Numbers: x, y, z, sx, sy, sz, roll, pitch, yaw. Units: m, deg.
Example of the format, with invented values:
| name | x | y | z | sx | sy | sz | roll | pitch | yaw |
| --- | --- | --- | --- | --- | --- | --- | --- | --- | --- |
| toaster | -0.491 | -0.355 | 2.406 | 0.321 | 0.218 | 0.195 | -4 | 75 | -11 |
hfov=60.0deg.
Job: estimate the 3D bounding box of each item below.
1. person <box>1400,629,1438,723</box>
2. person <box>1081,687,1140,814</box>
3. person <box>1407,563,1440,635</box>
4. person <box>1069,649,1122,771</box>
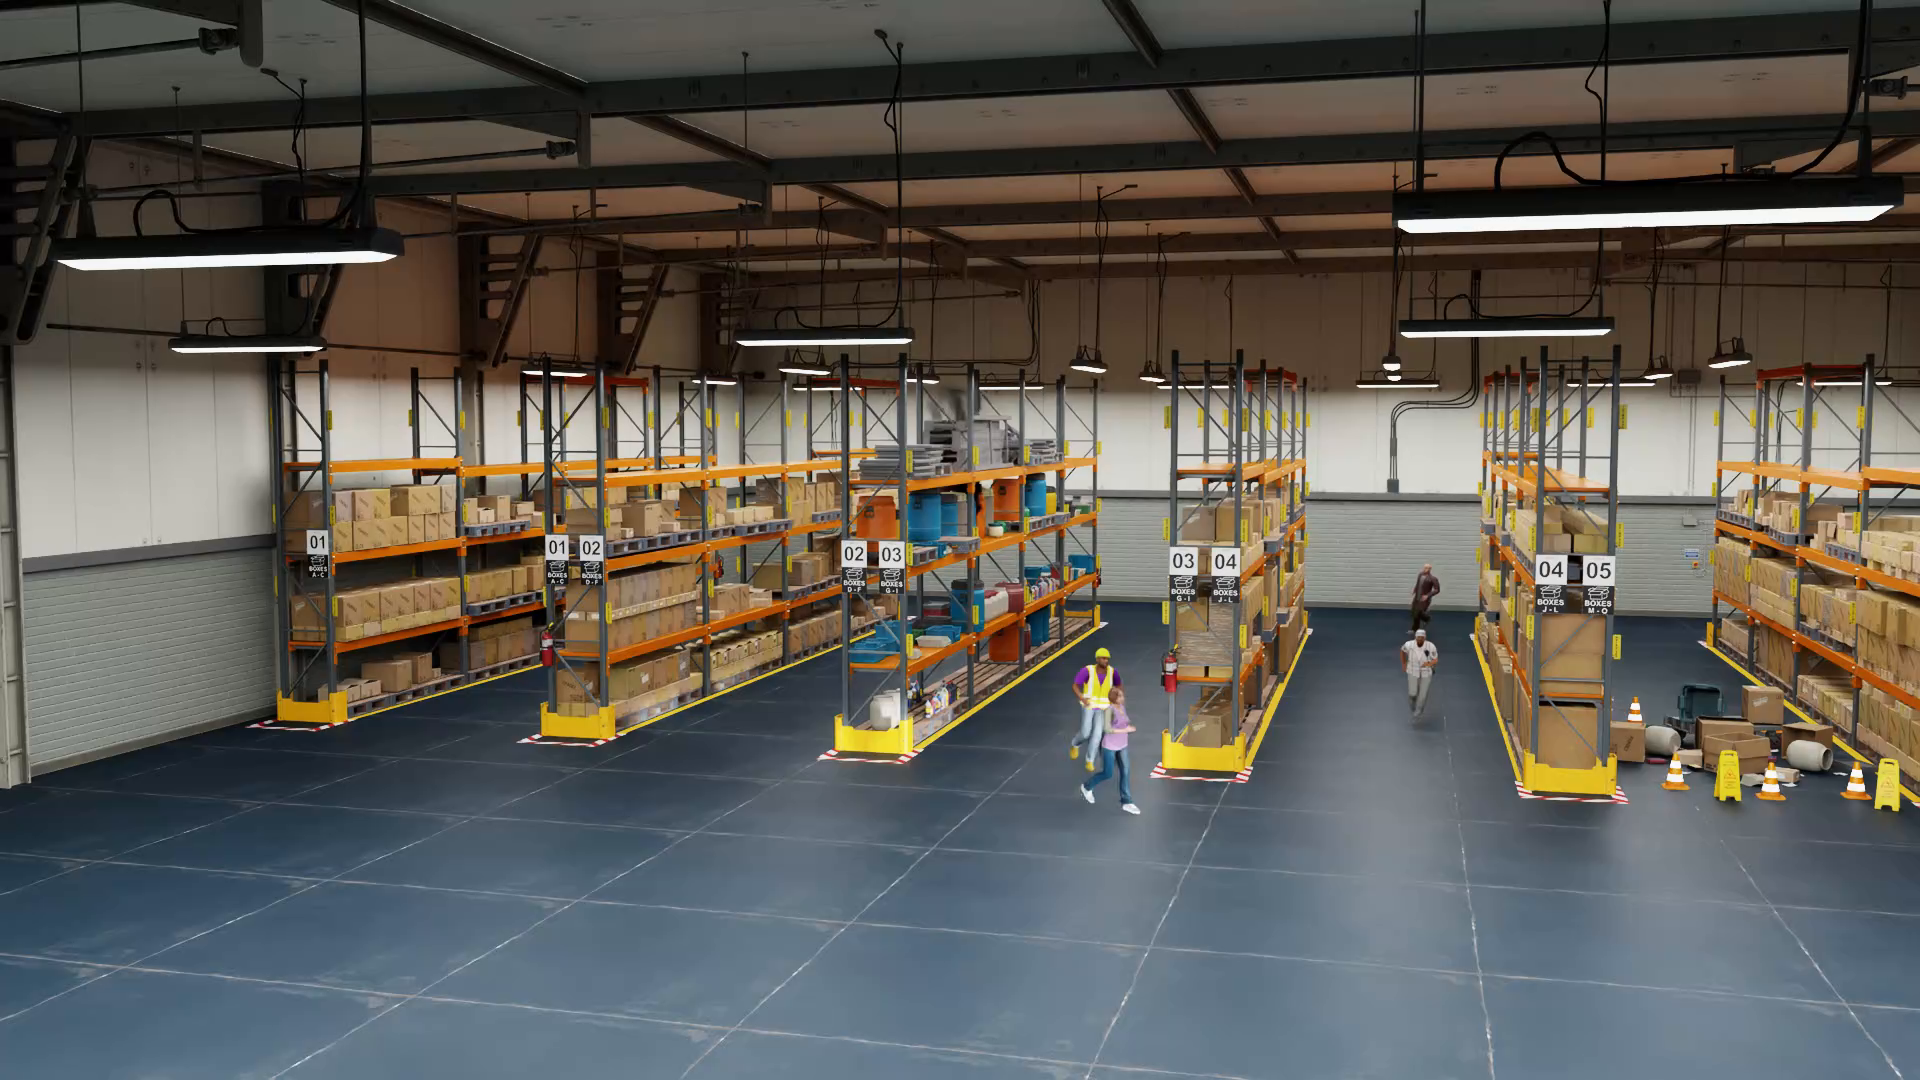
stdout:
| name | x | y | z | sx | sy | sz | roll | pitch | yaw |
| --- | --- | --- | --- | --- | --- | --- | --- | --- | --- |
| person | 7.571 | 2.249 | 27.448 | 0.593 | 1.593 | 0.667 | 1 | 4 | 13 |
| person | 1.939 | 2.656 | 21.231 | 0.881 | 1.586 | 0.537 | 3 | 5 | 40 |
| person | 10.894 | 1.378 | 38.753 | 0.728 | 1.690 | 0.744 | -2 | 5 | -27 |
| person | 1.986 | 2.421 | 24.100 | 0.759 | 1.741 | 0.758 | -1 | 4 | -12 |
